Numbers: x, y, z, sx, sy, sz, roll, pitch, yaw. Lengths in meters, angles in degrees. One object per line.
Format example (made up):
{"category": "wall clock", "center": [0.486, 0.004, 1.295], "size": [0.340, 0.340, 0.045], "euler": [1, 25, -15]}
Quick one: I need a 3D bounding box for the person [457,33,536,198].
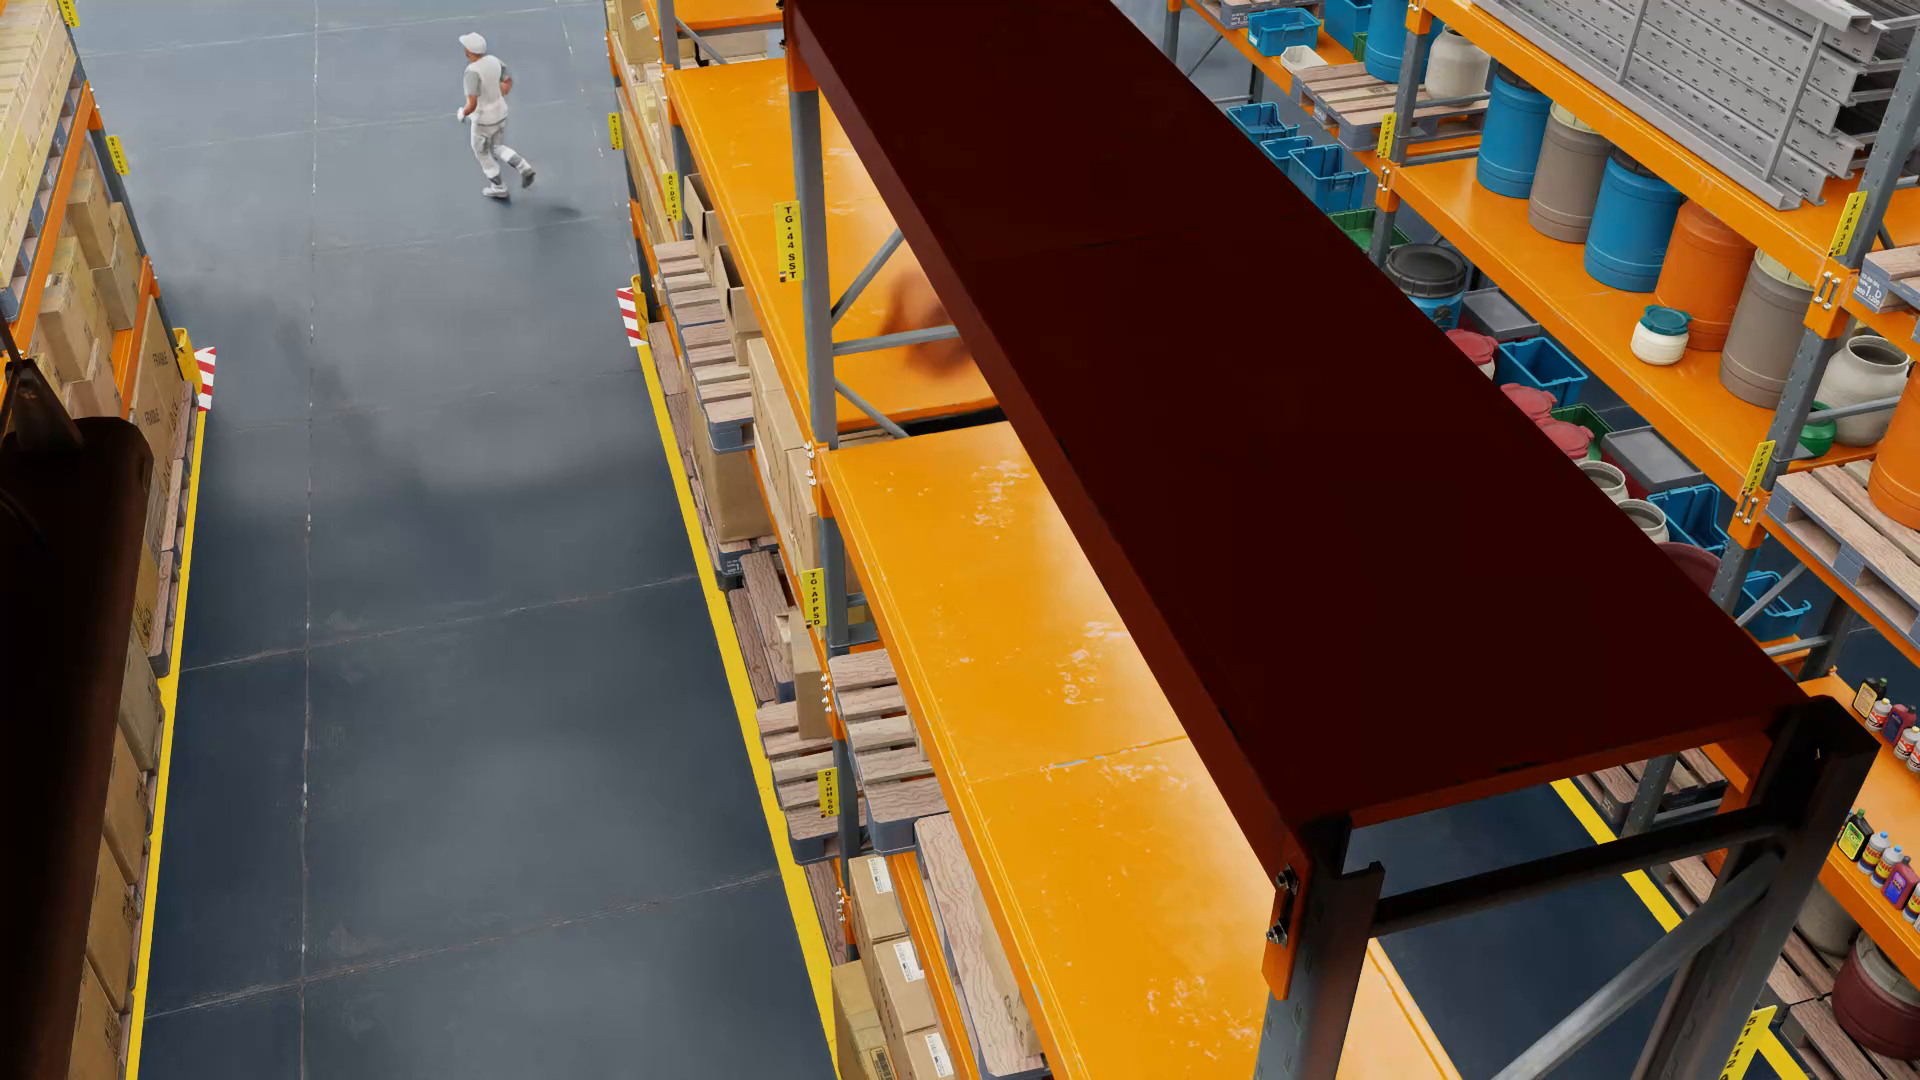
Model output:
{"category": "person", "center": [-4.710, -4.244, 16.779], "size": [0.634, 1.760, 0.681], "euler": [15, 41, 18]}
